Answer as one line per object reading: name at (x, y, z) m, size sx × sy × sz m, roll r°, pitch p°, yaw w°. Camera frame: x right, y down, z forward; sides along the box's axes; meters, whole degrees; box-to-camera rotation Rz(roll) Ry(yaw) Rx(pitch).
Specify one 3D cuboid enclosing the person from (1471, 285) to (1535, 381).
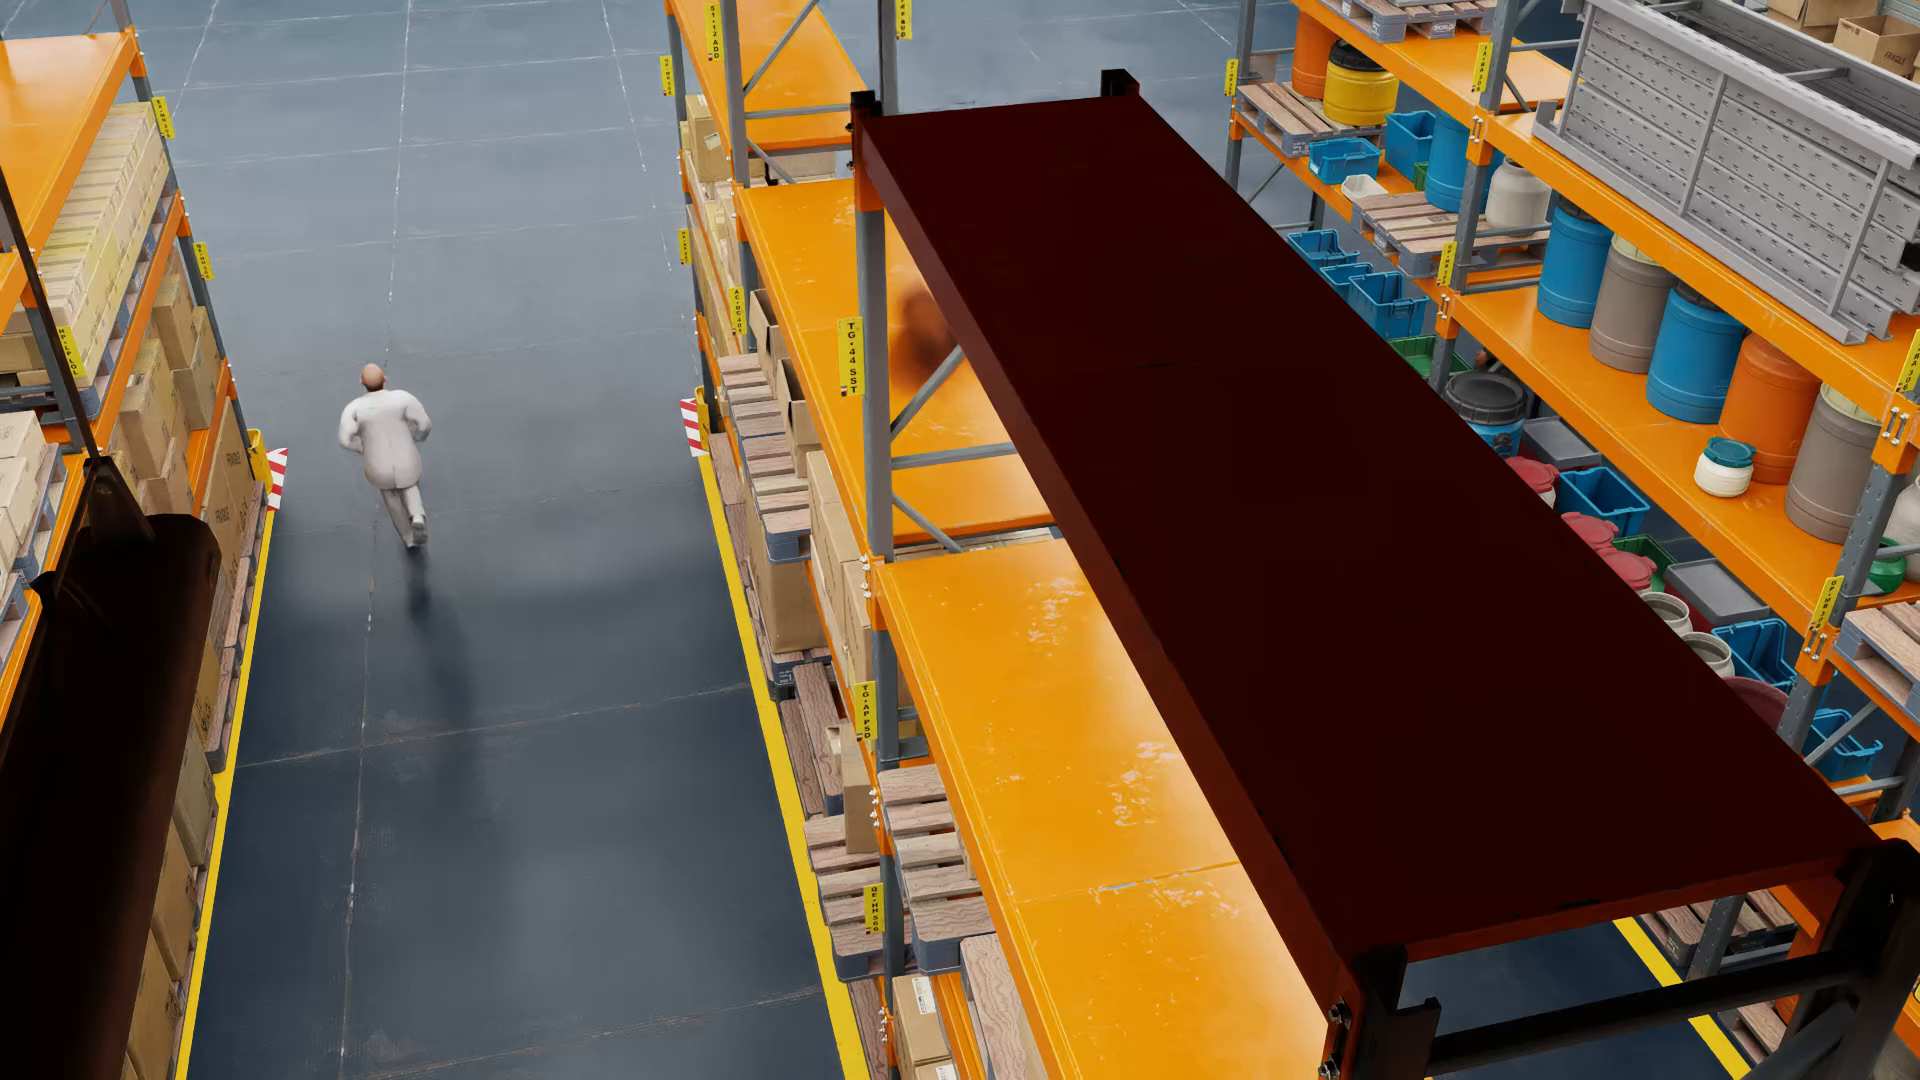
person at (4.863, -1.641, 14.987) m, size 0.643 × 1.682 × 0.603 m, roll -12°, pitch 36°, yaw -17°

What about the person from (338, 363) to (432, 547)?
person at (-4.614, -0.630, 13.513) m, size 0.724 × 1.752 × 0.653 m, roll -14°, pitch 37°, yaw -20°
